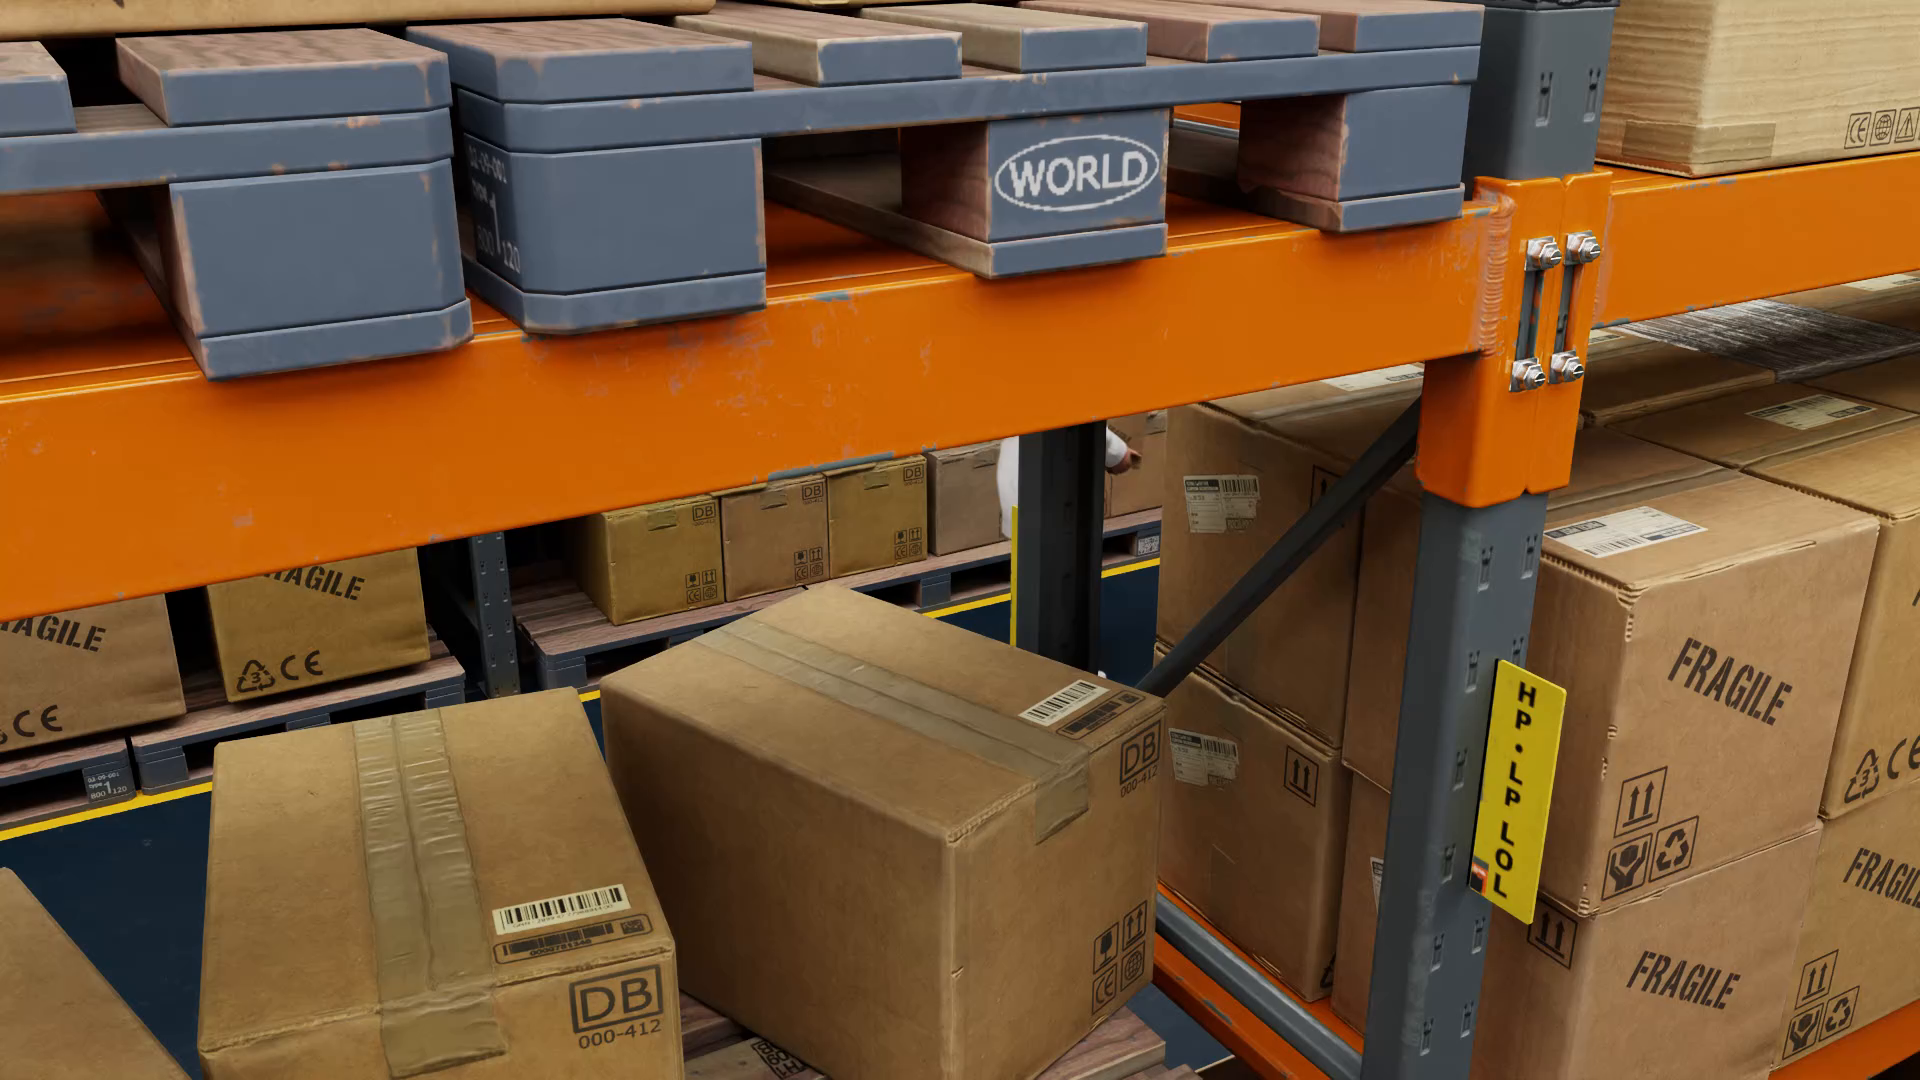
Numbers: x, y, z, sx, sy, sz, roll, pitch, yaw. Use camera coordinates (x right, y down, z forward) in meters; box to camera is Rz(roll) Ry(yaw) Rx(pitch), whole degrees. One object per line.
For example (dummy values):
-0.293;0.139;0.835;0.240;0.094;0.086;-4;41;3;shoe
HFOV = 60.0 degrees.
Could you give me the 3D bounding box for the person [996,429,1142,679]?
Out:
0.420;-0.240;6.717;0.554;1.774;0.533;-13;25;-30;person
